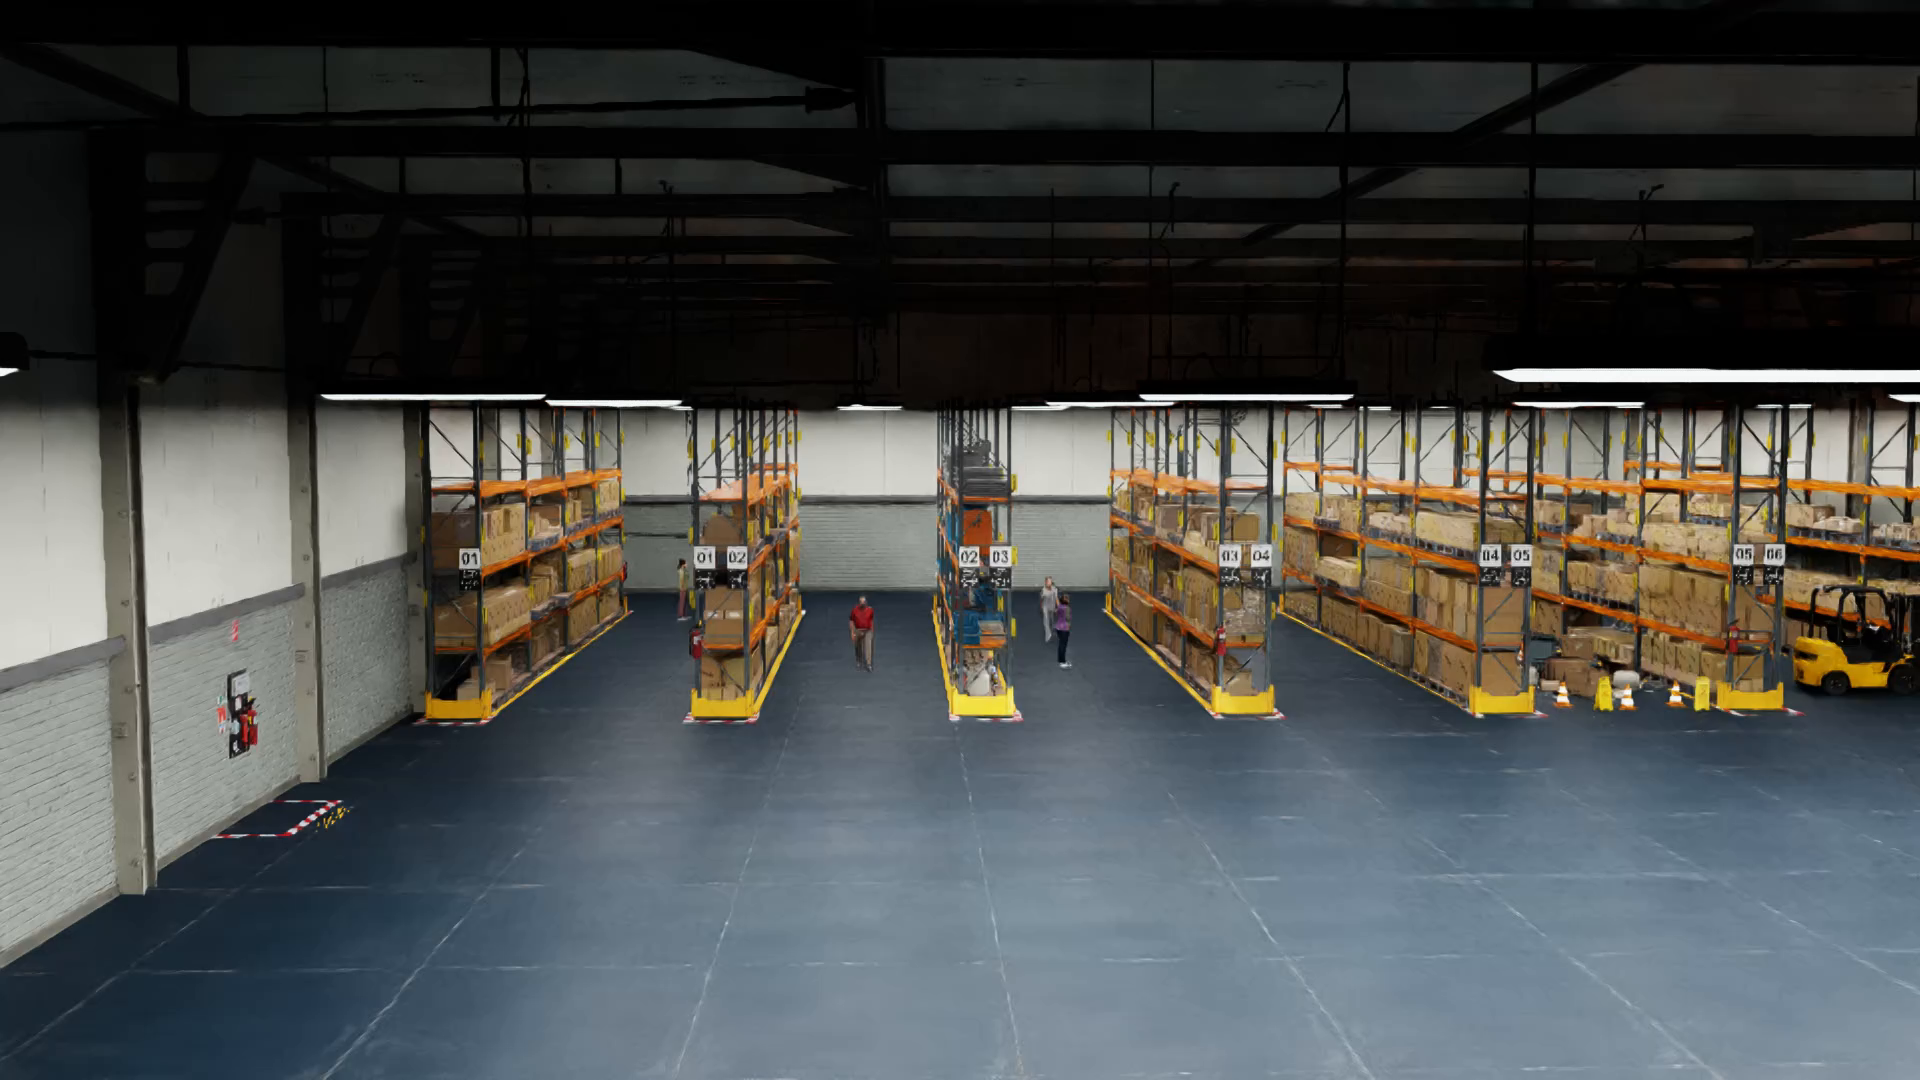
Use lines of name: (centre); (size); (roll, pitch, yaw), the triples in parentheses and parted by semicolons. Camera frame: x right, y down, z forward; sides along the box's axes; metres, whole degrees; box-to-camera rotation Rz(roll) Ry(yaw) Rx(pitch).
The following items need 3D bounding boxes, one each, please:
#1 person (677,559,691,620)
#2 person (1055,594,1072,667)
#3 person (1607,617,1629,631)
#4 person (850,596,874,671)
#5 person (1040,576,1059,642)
person: (-7.581, 1.346, 45.619); (0.390, 1.673, 0.557); (-1, 5, -13)
person: (2.369, 2.022, 37.402); (0.407, 1.603, 0.504); (-2, 5, -29)
person: (17.229, 1.523, 43.501); (0.555, 1.654, 0.585); (2, 5, 23)
person: (-2.159, 2.039, 36.745); (0.547, 1.639, 1.106); (0, 4, -4)
person: (2.236, 1.703, 41.570); (0.455, 1.612, 1.010); (0, 4, -3)
